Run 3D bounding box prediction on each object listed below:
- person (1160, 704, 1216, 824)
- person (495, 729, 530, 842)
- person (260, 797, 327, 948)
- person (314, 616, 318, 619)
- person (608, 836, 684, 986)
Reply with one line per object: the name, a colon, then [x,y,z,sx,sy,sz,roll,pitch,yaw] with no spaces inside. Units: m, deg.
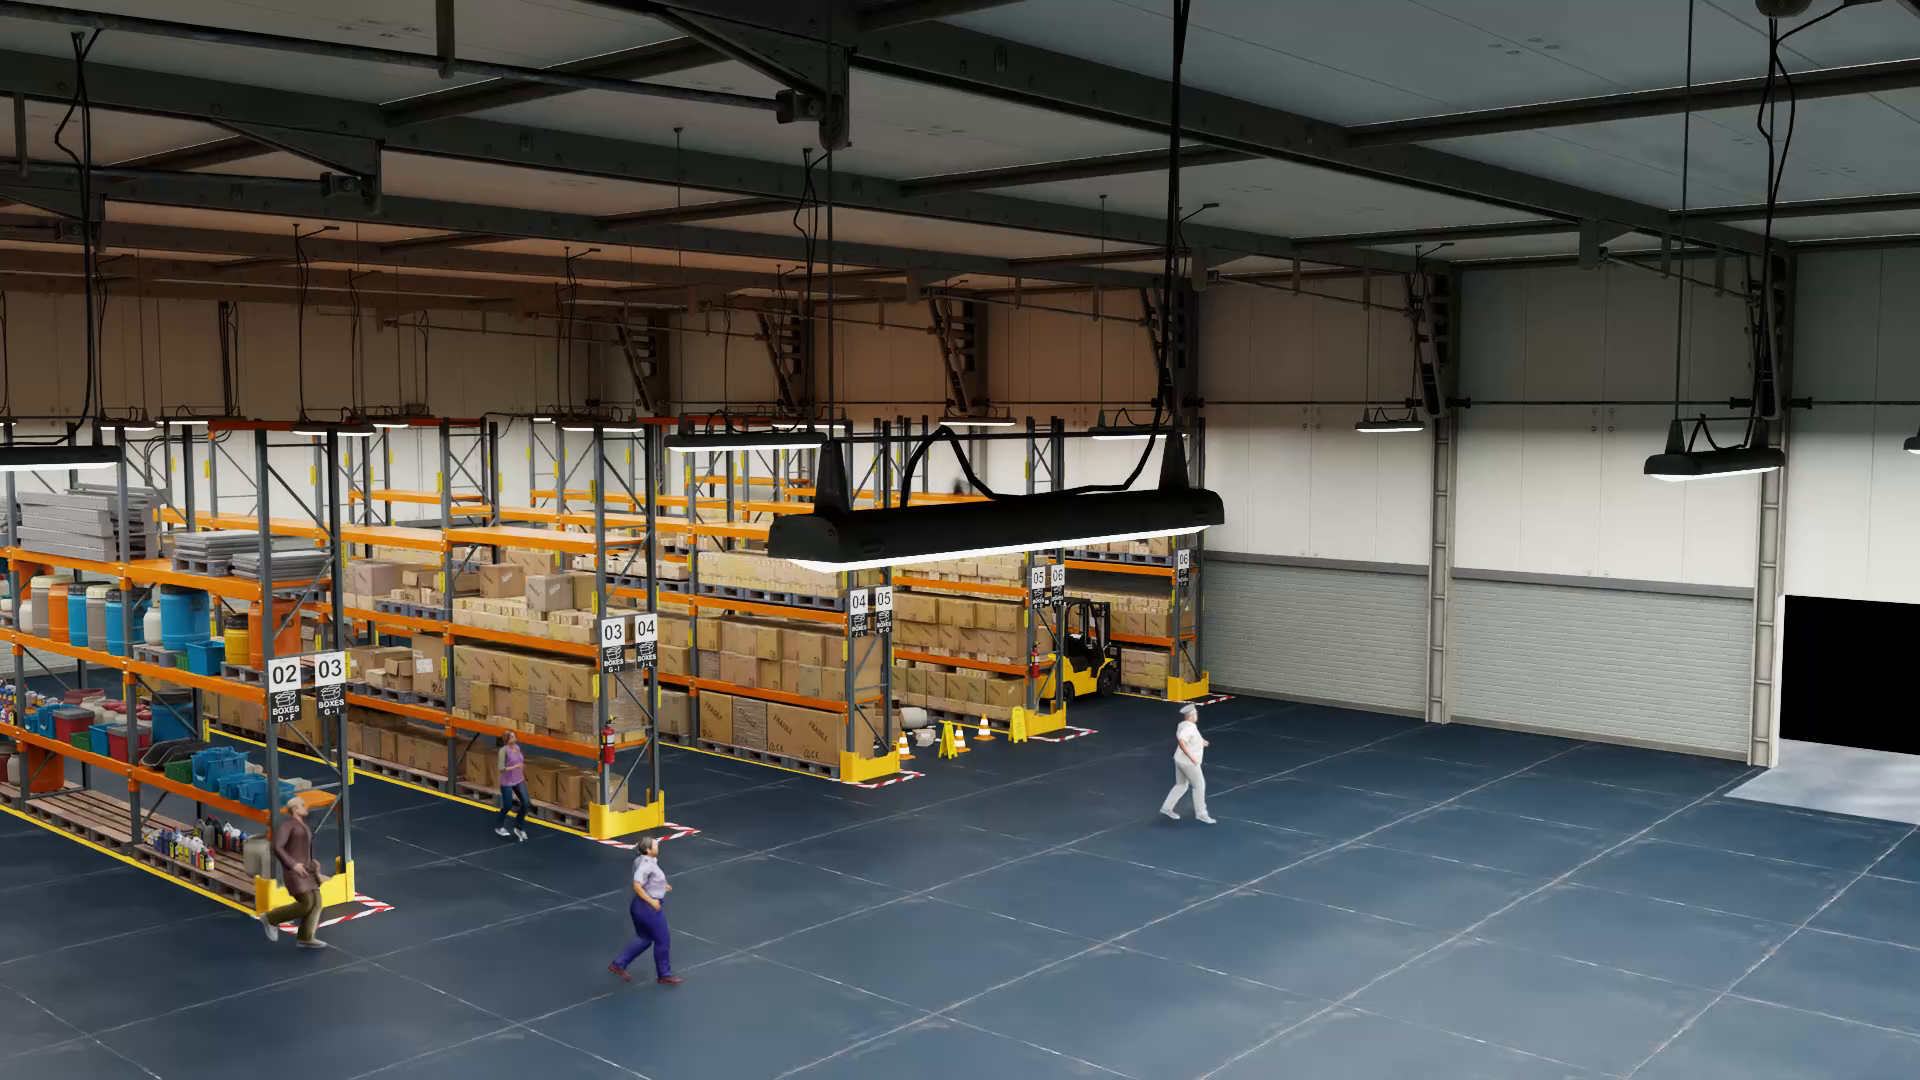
person: [3.427,3.359,24.980,0.832,1.816,0.651,-1,5,-12]
person: [-6.457,3.540,23.978,0.666,1.639,0.514,3,6,34]
person: [-7.721,3.862,19.417,0.761,1.705,0.761,0,5,-1]
person: [-15.046,2.316,38.841,0.715,1.604,0.608,4,6,37]
person: [-3.401,4.031,17.973,0.798,1.646,0.611,-2,5,-24]
